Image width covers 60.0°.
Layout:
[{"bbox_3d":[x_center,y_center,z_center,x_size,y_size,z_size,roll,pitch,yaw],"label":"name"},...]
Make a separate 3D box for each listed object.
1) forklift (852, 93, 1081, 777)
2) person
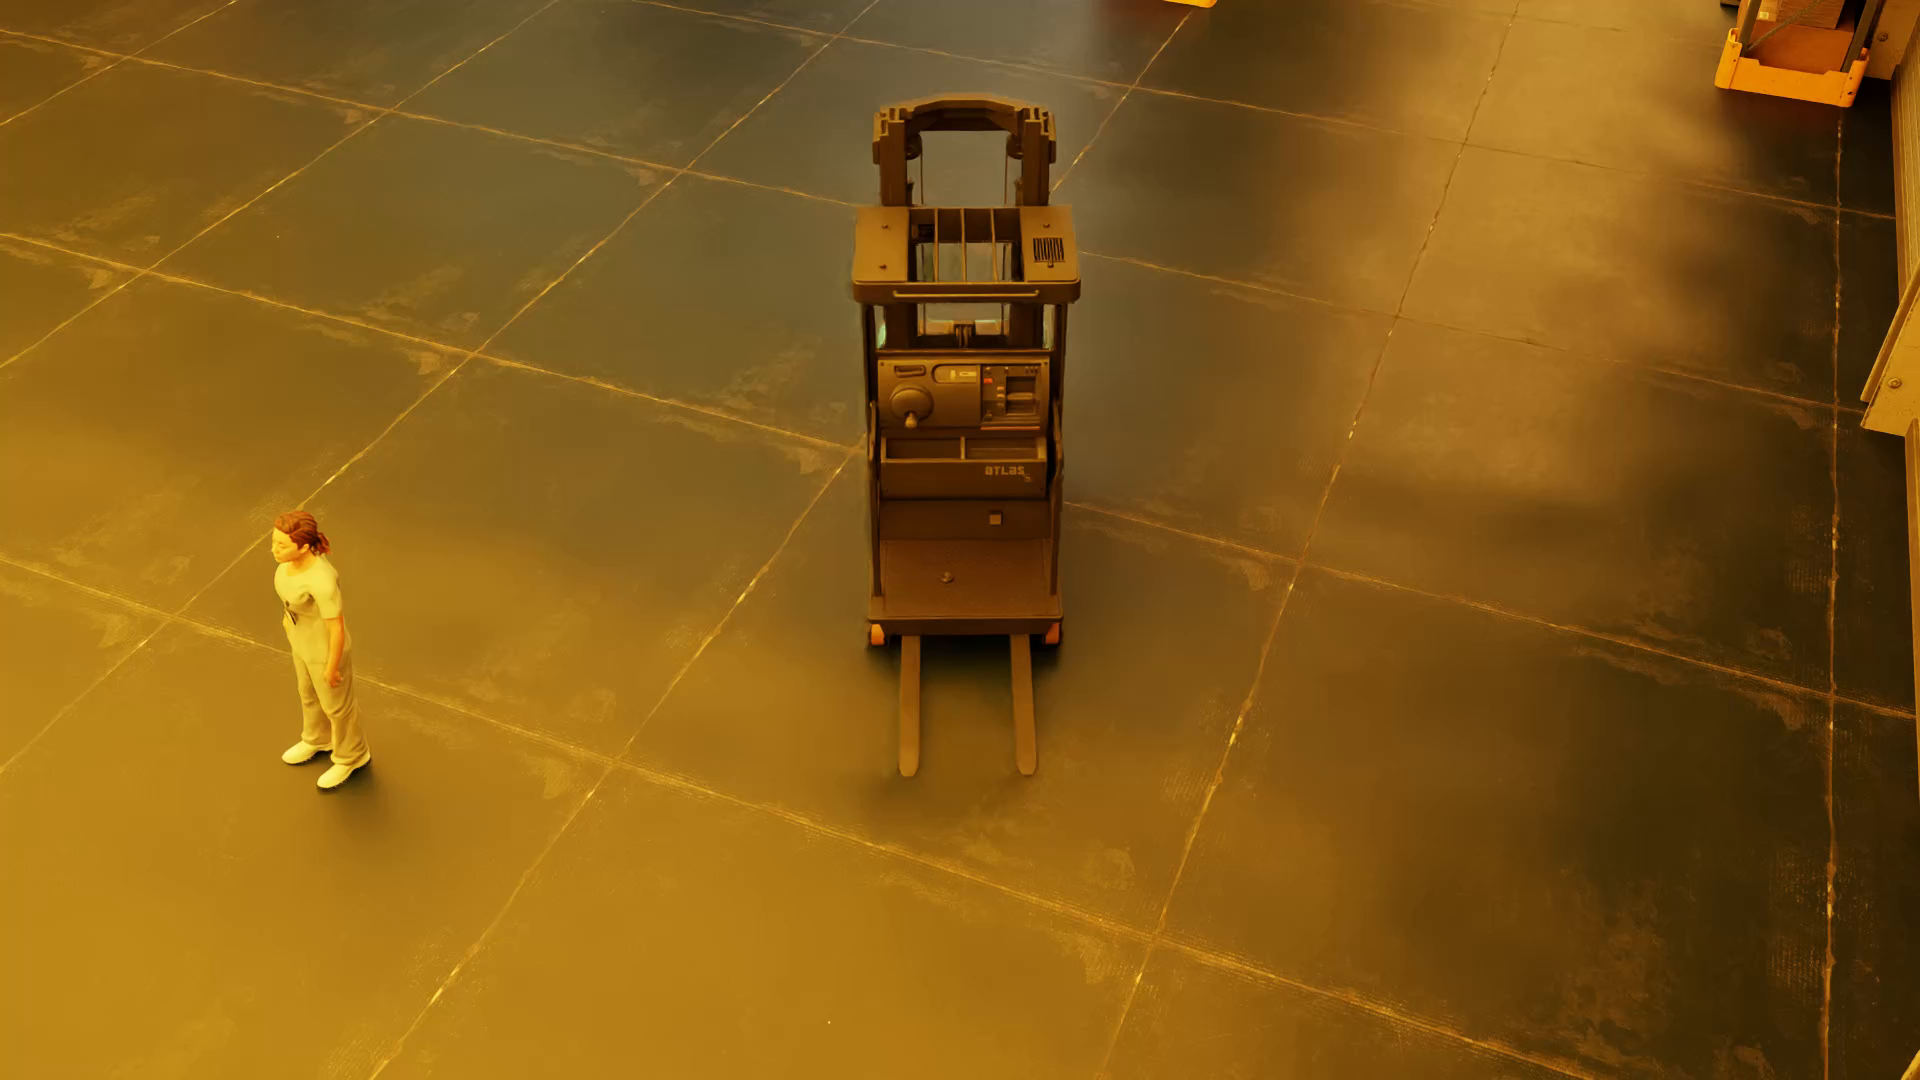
[{"bbox_3d":[0.026,-0.720,8.867,1.130,2.935,3.031,0,40,0],"label":"forklift"},{"bbox_3d":[-3.259,0.552,8.323,0.524,1.681,0.527,-28,47,-29],"label":"person"}]
